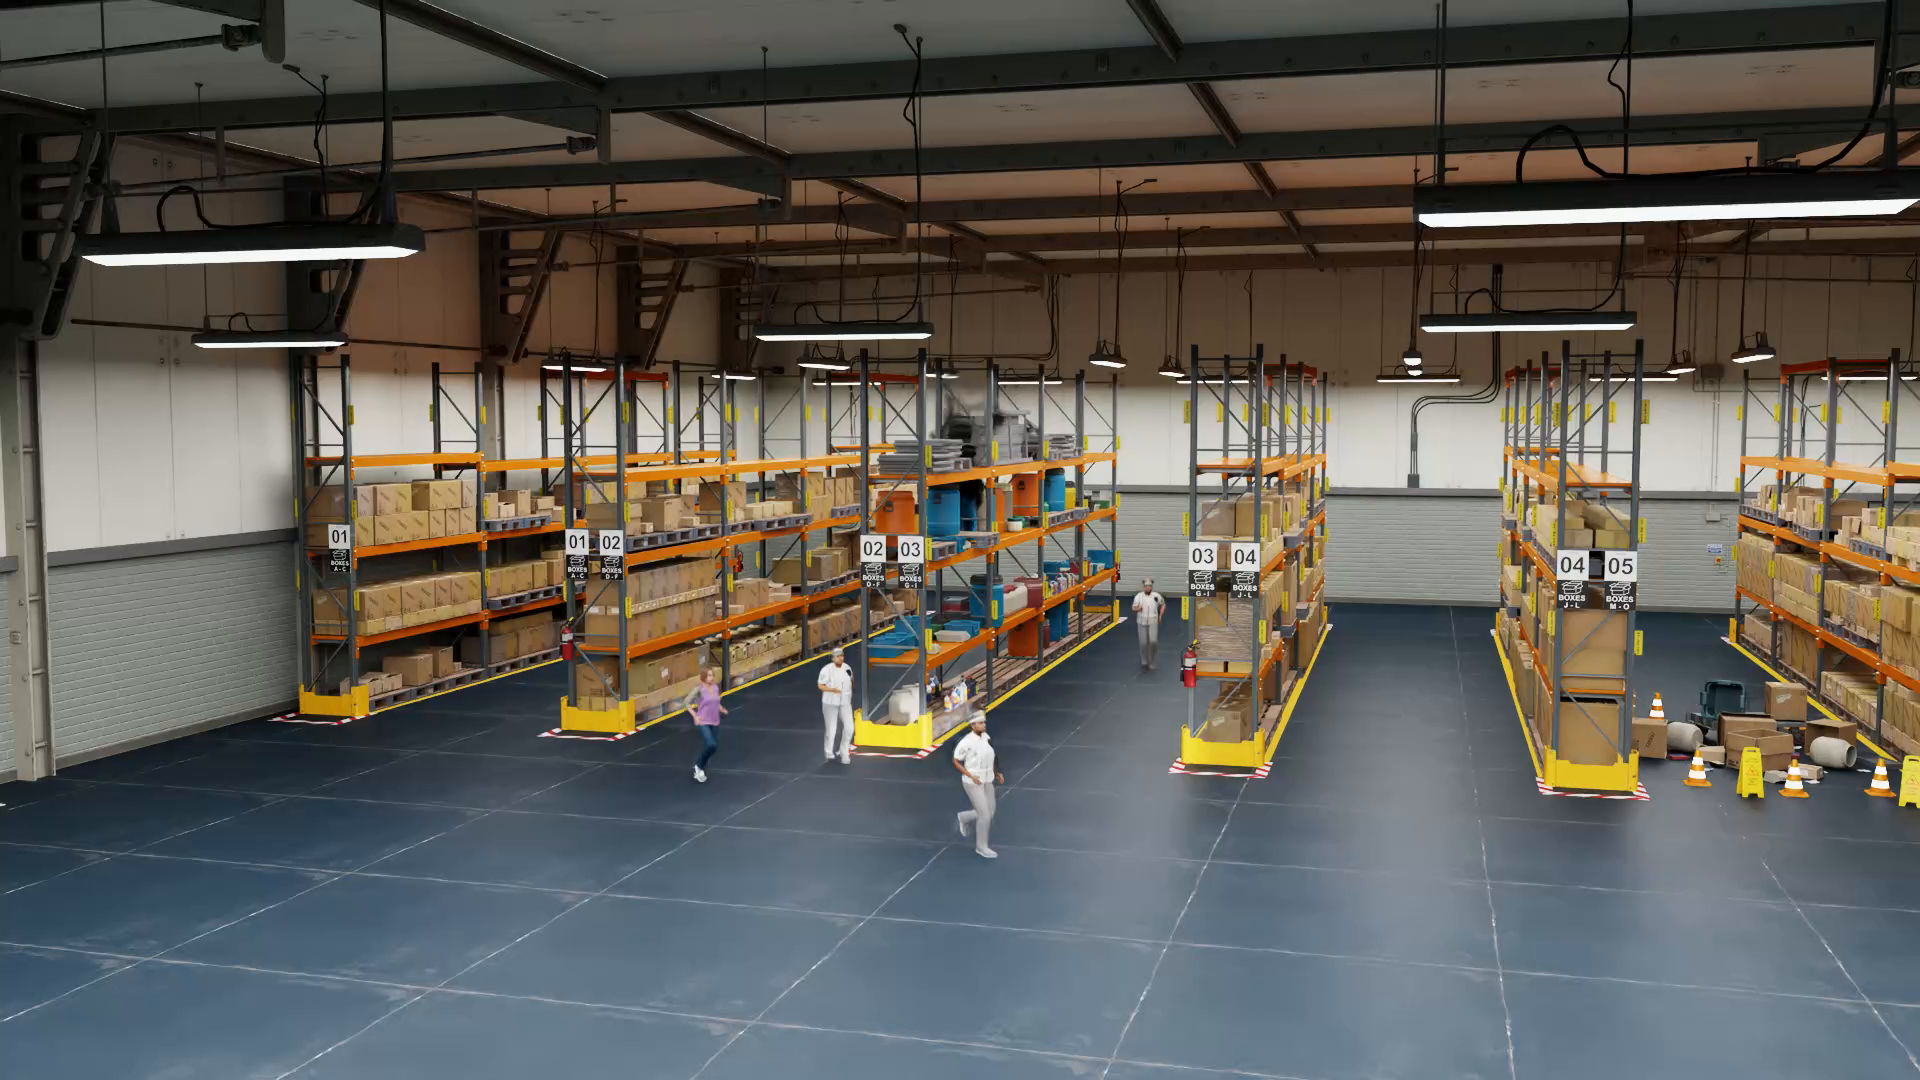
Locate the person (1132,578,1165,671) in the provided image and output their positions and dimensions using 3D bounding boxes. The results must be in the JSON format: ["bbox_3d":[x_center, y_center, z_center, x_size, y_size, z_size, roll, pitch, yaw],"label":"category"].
[{"bbox_3d":[3.707,1.673,32.741,0.648,1.832,0.740,1,4,8],"label":"person"}]

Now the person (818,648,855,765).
[{"bbox_3d":[-1.760,2.397,23.947,0.601,1.711,0.661,-2,5,-21],"label":"person"}]

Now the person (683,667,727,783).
[{"bbox_3d":[-3.426,2.520,22.579,0.628,1.551,0.505,4,6,41],"label":"person"}]

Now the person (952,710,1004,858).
[{"bbox_3d":[0.165,2.762,19.003,0.643,1.671,0.576,4,6,42],"label":"person"}]
